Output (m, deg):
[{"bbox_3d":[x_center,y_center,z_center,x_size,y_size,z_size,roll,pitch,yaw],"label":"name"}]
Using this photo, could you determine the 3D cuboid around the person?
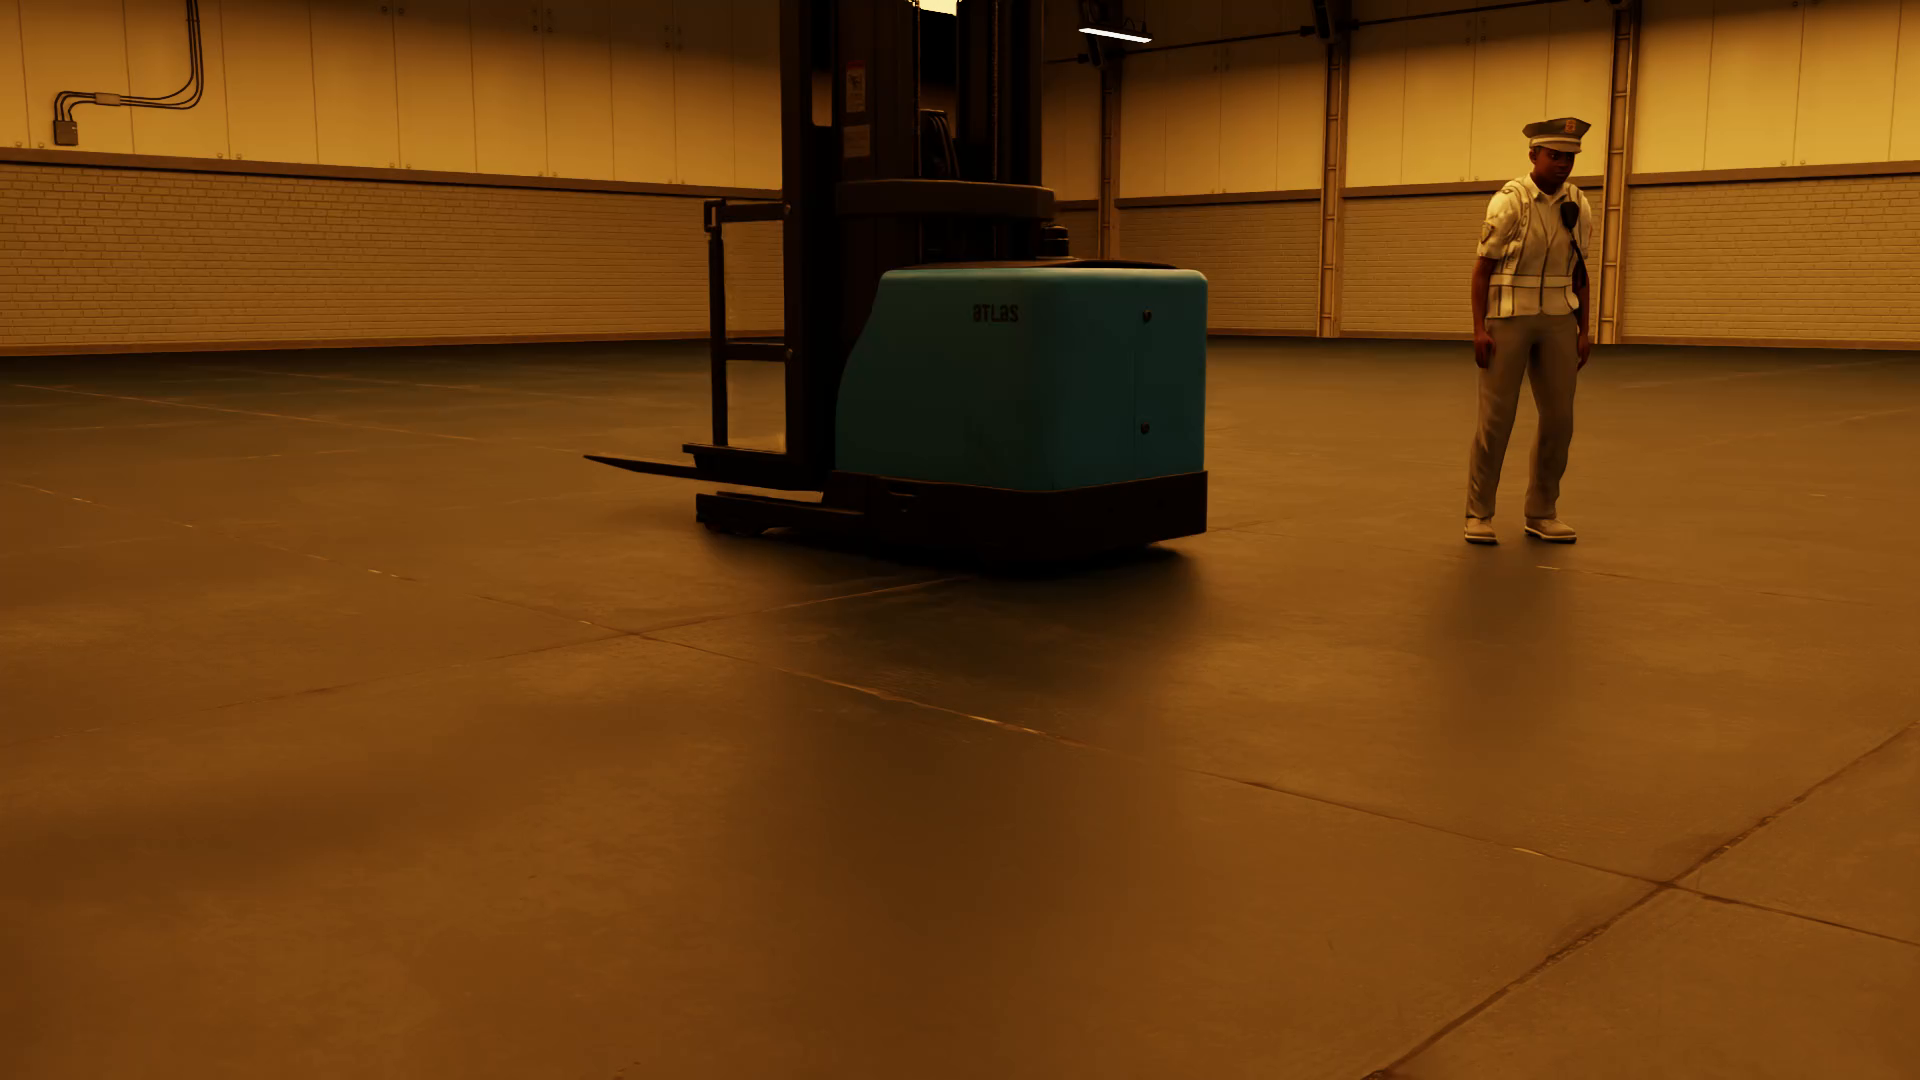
[{"bbox_3d":[2.281,-0.827,6.659,0.516,1.655,0.397,-1,9,-5],"label":"person"}]

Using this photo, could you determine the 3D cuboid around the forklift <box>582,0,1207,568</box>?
[{"bbox_3d":[-0.463,-1.512,6.915,3.031,2.935,1.130,8,12,43],"label":"forklift"}]
